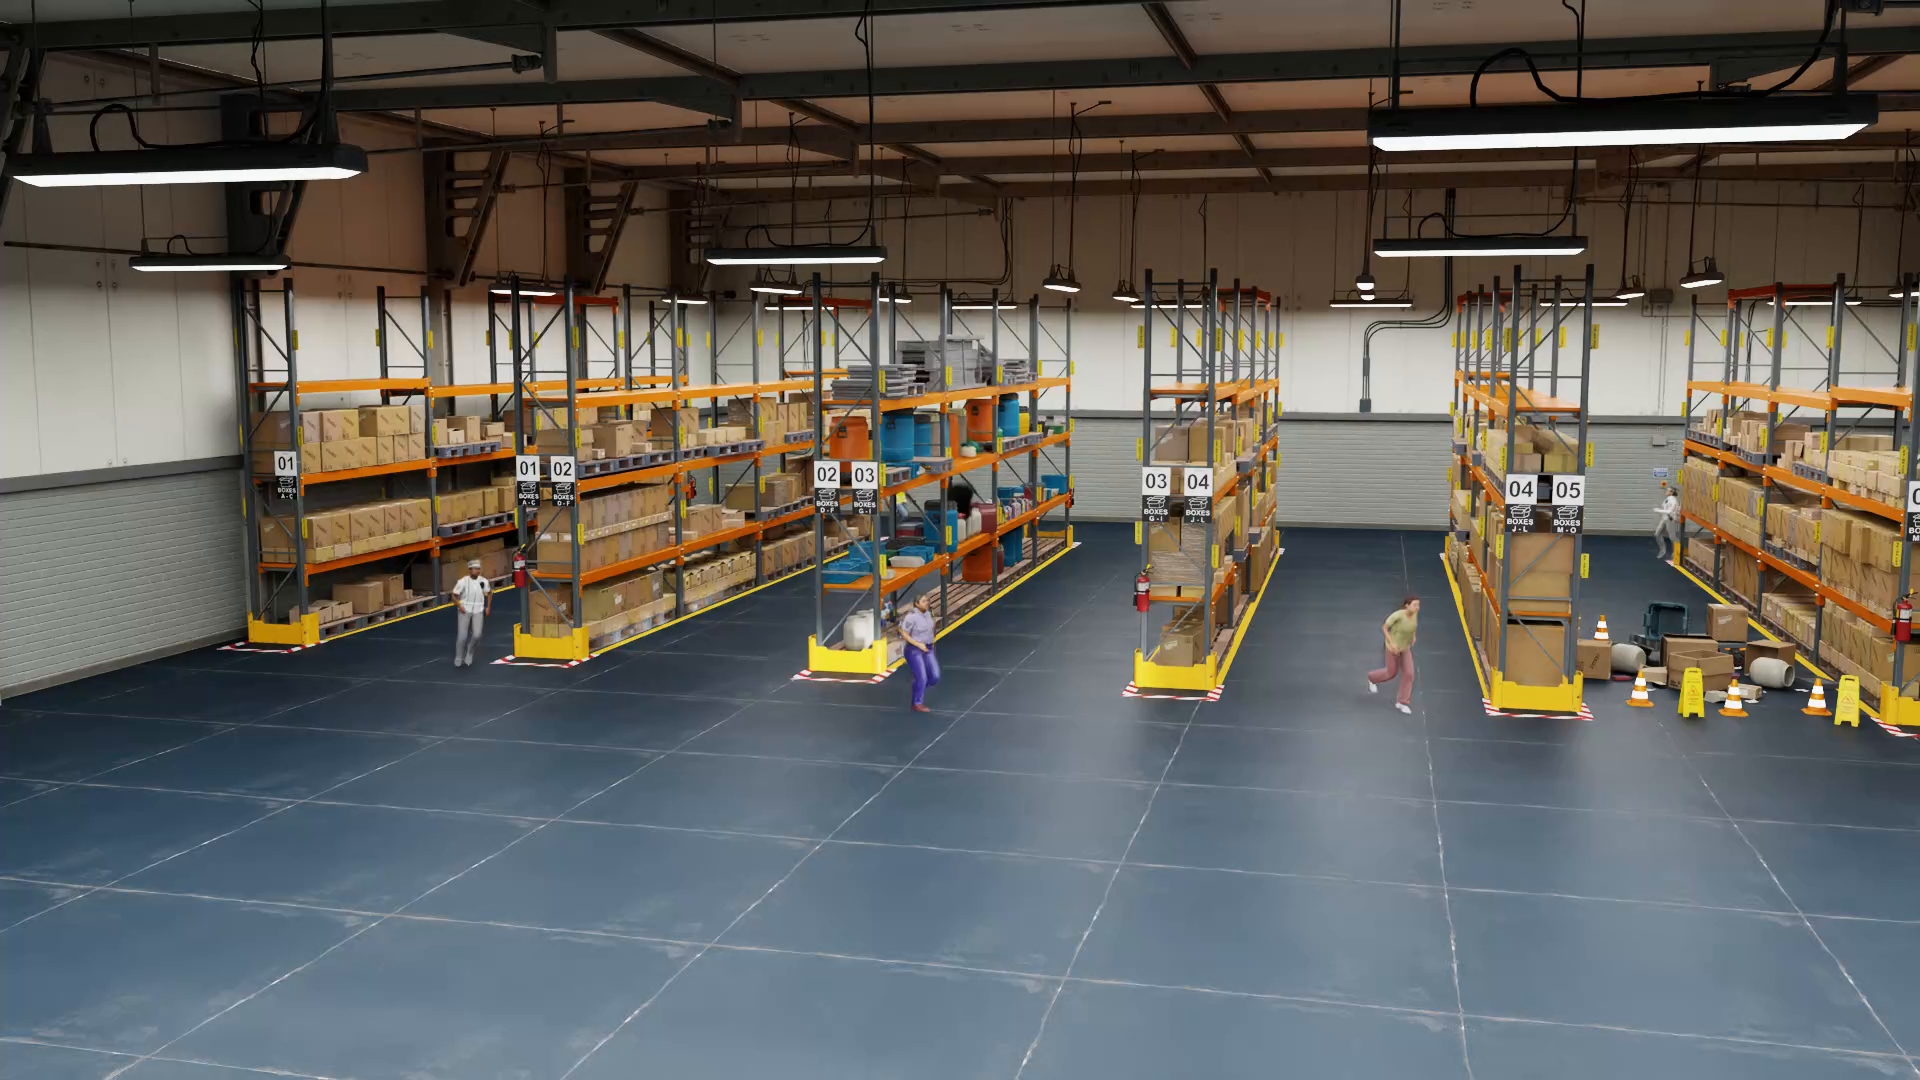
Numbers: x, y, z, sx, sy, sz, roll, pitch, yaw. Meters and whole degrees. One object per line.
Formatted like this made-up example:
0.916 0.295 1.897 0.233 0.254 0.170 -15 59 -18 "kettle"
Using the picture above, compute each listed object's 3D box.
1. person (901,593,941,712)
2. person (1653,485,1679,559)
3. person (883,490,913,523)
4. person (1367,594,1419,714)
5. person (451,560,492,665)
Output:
-0.544 1.524 22.488 0.548 1.606 0.609 6 9 43 "person"
16.262 -0.400 38.131 0.724 1.743 0.577 1 7 7 "person"
-1.522 -0.911 42.329 0.612 1.736 0.760 6 9 43 "person"
5.935 1.507 22.784 0.590 1.625 0.919 -4 8 -32 "person"
-7.508 1.117 25.653 0.638 1.643 0.590 -3 7 -24 "person"
